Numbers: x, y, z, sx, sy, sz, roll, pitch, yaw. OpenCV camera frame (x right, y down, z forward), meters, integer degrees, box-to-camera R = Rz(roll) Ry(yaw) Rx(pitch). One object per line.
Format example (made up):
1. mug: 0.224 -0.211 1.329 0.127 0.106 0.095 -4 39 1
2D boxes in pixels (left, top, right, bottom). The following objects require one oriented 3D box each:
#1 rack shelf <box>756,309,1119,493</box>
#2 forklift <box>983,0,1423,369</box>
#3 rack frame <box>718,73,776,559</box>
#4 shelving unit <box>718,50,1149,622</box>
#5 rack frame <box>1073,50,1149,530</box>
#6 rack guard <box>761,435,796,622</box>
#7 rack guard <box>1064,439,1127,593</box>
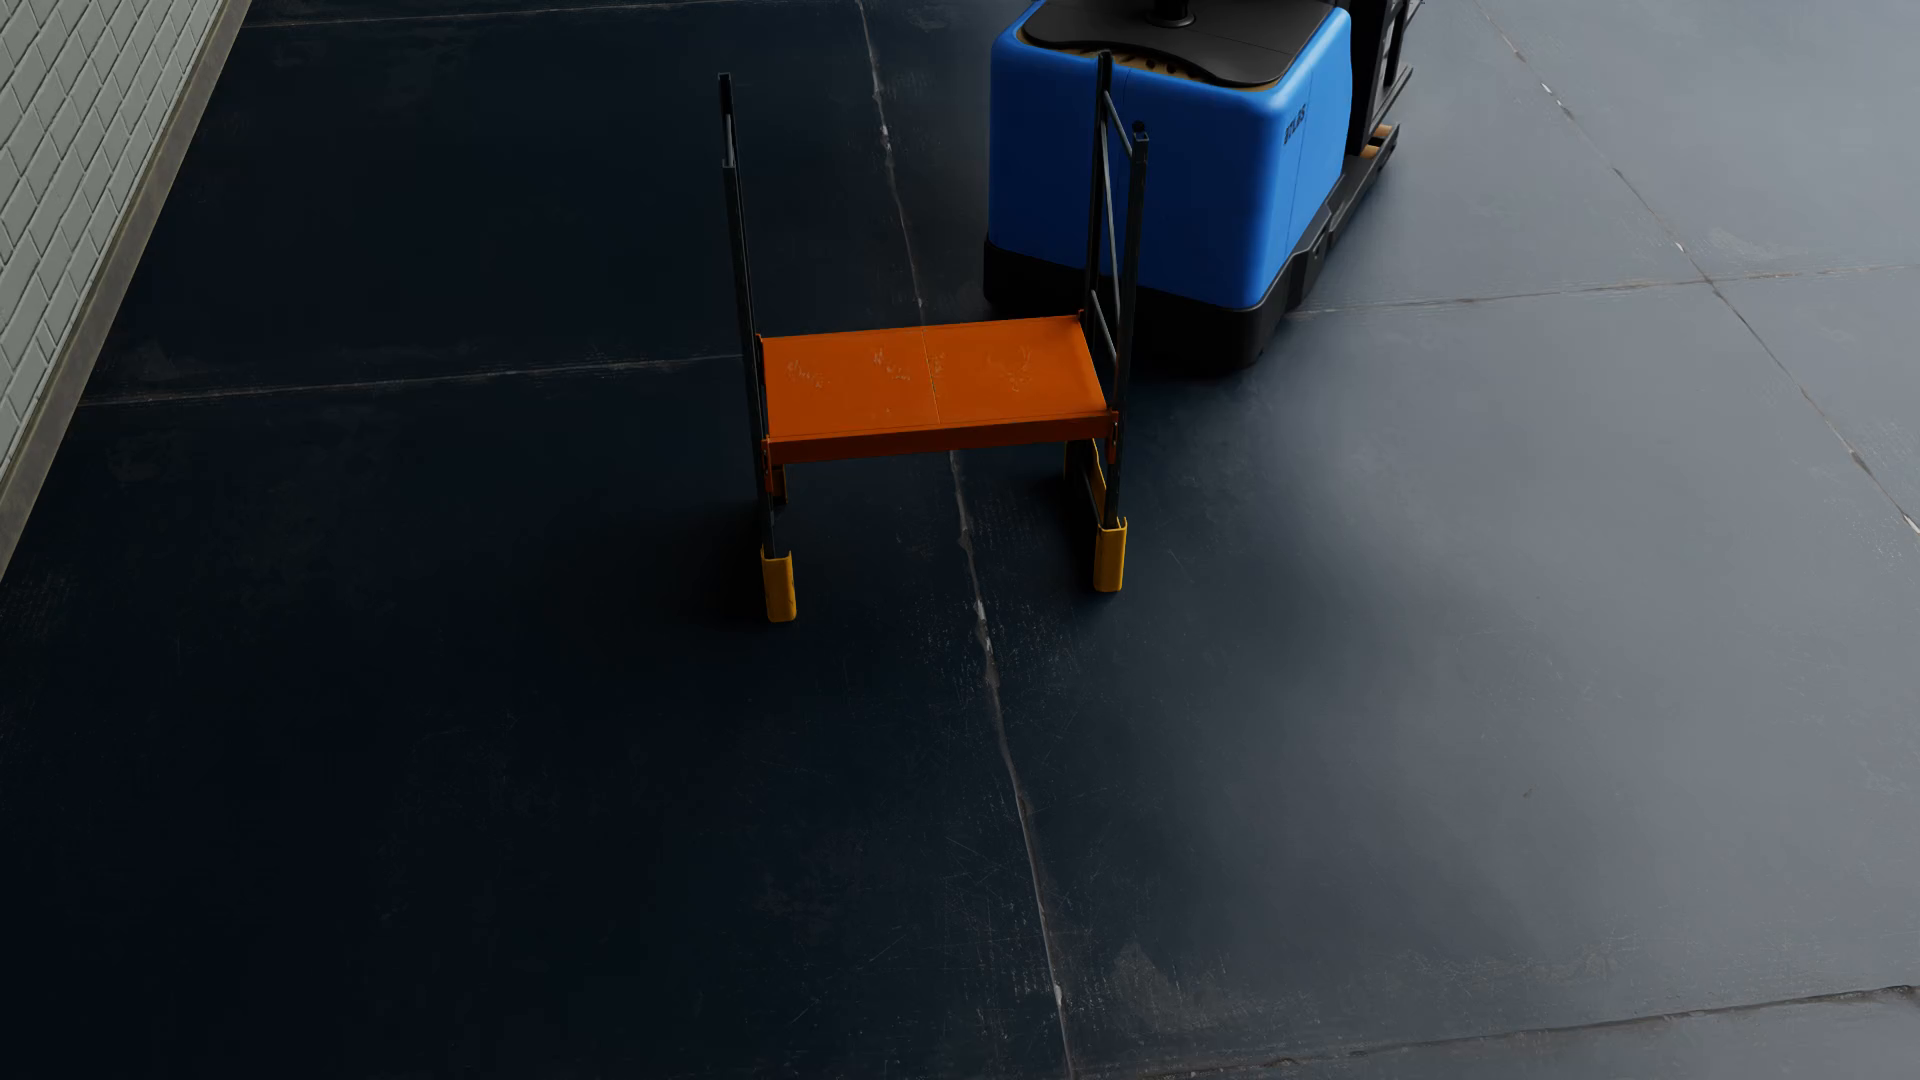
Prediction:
1. rack shelf: -0.085 -0.416 4.860 1.000 0.185 0.538 -5 42 -6
2. forklift: 1.190 -2.672 6.024 1.130 2.935 3.031 18 45 19
3. rack frame: -0.589 -0.505 4.691 0.032 1.500 0.500 -5 42 -6
4. shelving unit: -0.076 -0.550 4.740 1.083 1.500 0.587 -5 42 -6
5. rack frame: 0.419 -0.594 4.788 0.032 1.500 0.500 -5 42 -6
6. rack guard: -0.569 -0.043 5.111 0.087 0.250 0.587 -5 42 -6
7. rack guard: 0.418 -0.129 5.207 0.087 0.250 0.587 -5 42 -6
